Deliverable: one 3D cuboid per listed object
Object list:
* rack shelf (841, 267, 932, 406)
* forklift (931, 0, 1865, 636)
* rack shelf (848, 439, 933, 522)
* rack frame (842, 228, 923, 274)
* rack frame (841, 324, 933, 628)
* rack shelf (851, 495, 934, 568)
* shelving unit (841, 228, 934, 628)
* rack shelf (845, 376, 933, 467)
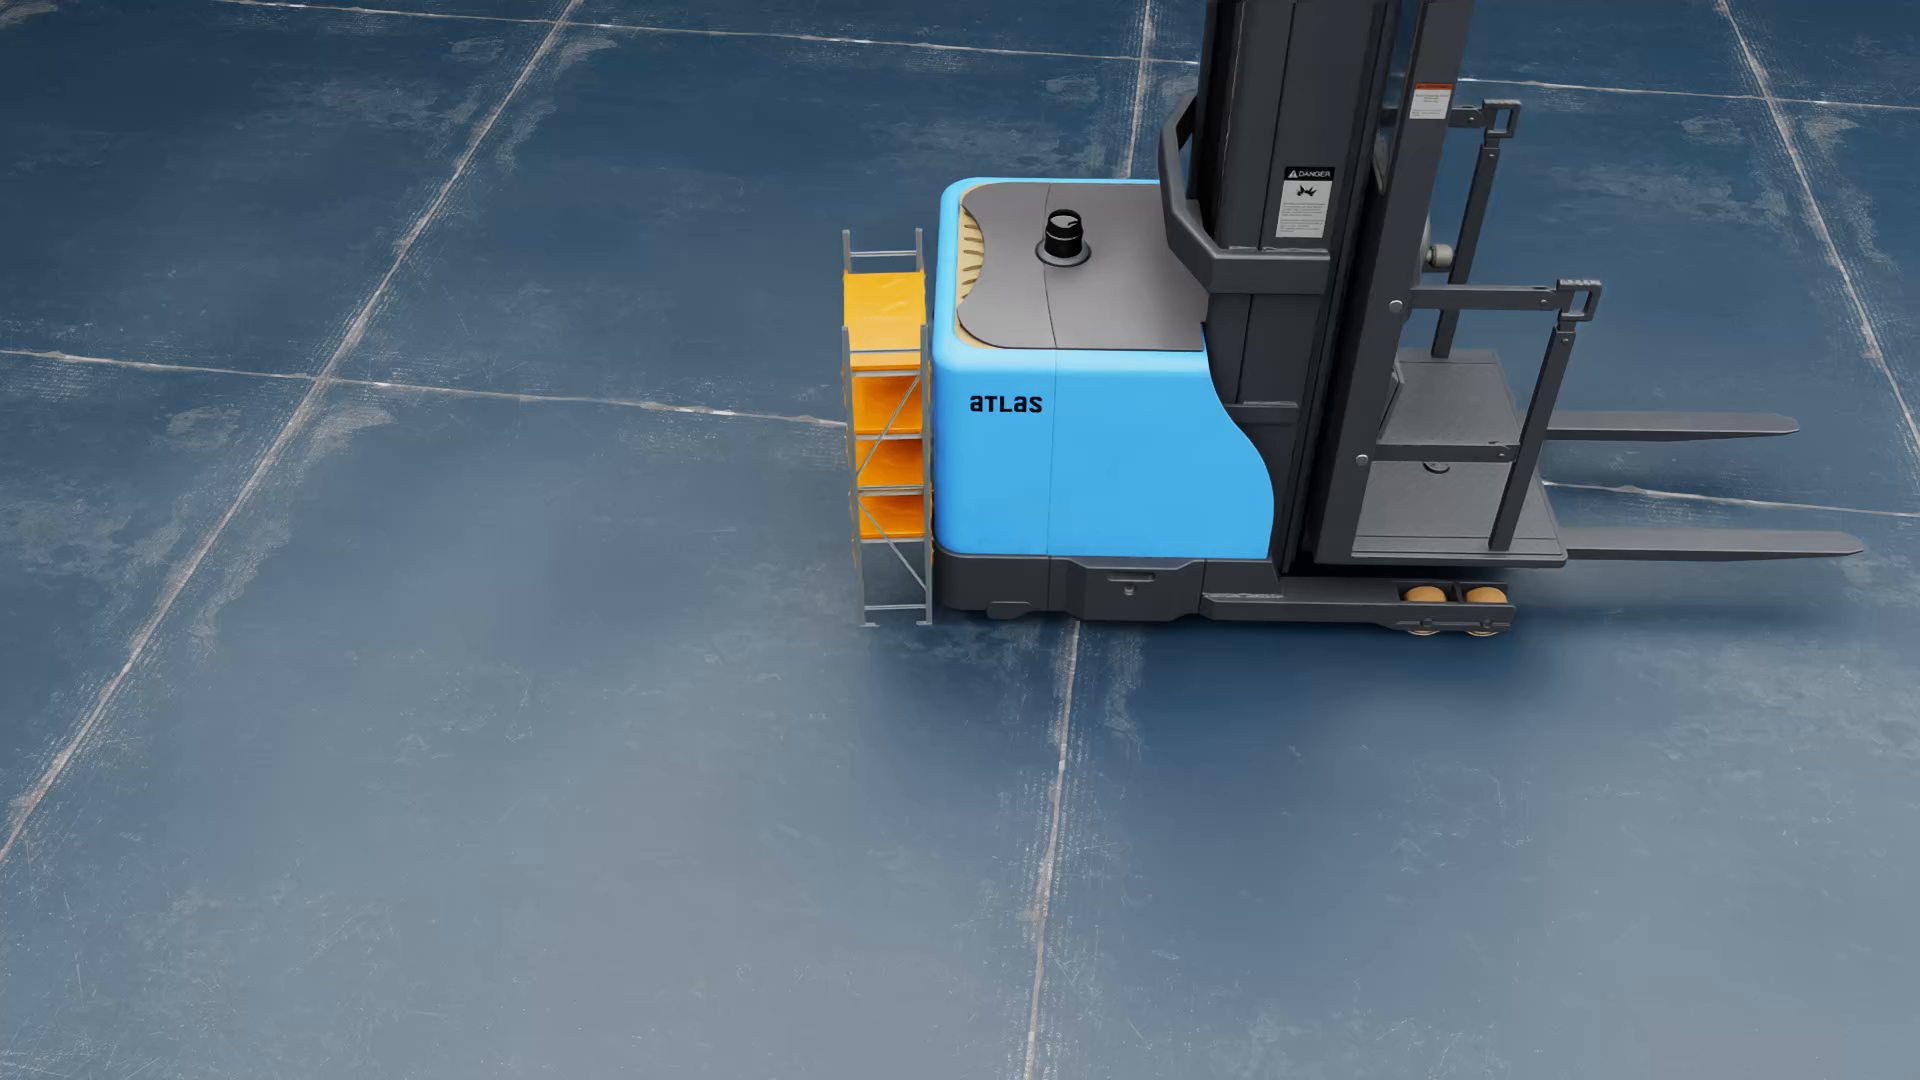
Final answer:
[{"bbox_3d":[-0.221,-0.611,4.951,0.258,0.148,0.480,-2,43,-2],"label":"rack shelf"},{"bbox_3d":[1.430,-1.123,4.805,3.031,2.935,1.130,1,43,1],"label":"forklift"},{"bbox_3d":[-0.221,-0.277,5.267,0.258,0.148,0.480,-2,43,-2],"label":"rack shelf"},{"bbox_3d":[-0.232,-0.493,5.398,0.240,1.200,0.015,-2,43,-2],"label":"rack frame"},{"bbox_3d":[-0.210,-0.158,5.044,0.240,1.200,0.015,-2,43,-2],"label":"rack frame"},{"bbox_3d":[-0.221,-0.132,5.404,0.258,0.148,0.480,-2,43,-2],"label":"rack shelf"},{"bbox_3d":[-0.221,-0.325,5.221,0.258,1.200,0.503,-2,43,-2],"label":"shelving unit"},{"bbox_3d":[-0.221,-0.439,5.113,0.258,0.148,0.480,-2,43,-2],"label":"rack shelf"}]
